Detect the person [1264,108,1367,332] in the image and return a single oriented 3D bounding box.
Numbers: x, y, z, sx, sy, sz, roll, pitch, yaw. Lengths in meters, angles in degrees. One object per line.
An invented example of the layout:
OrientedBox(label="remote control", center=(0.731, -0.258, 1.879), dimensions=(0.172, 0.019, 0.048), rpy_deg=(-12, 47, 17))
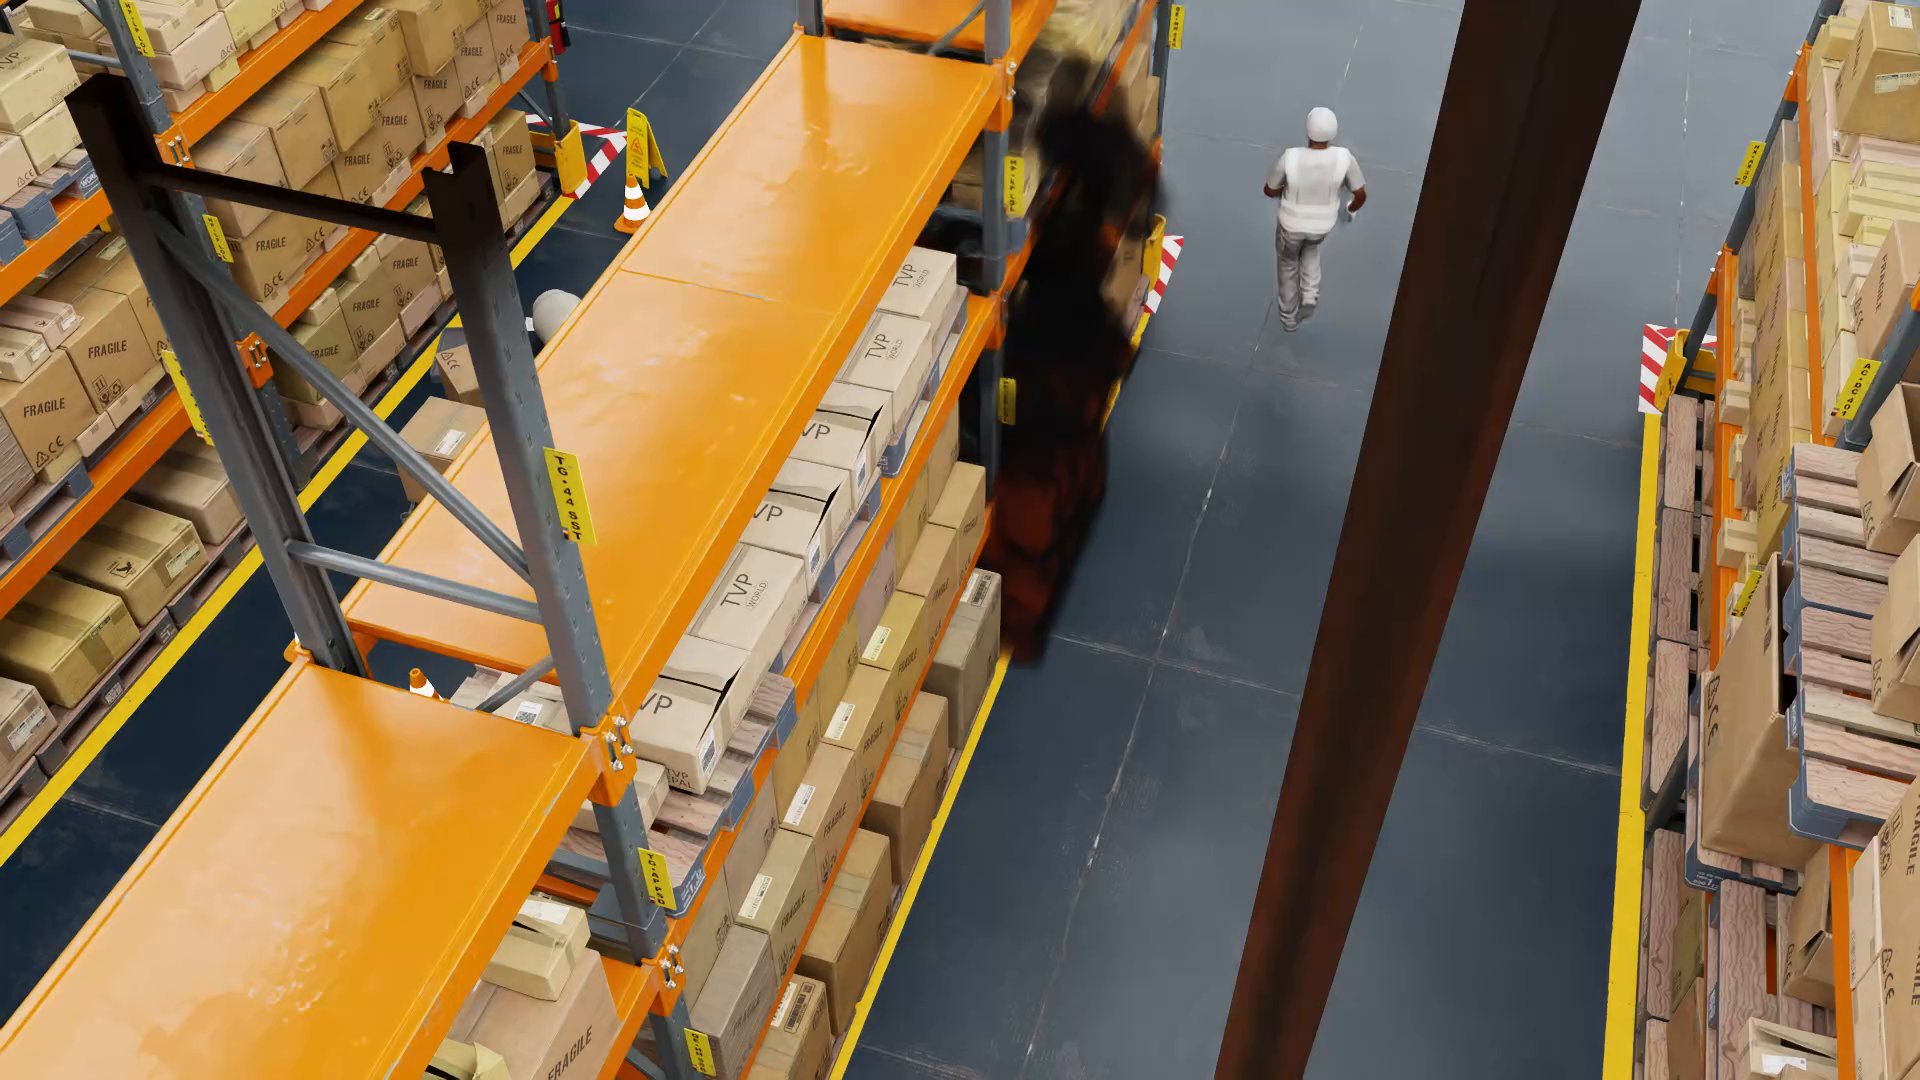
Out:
OrientedBox(label="person", center=(2.451, -2.307, 11.764), dimensions=(0.680, 1.751, 0.580), rpy_deg=(1, 46, 1))
